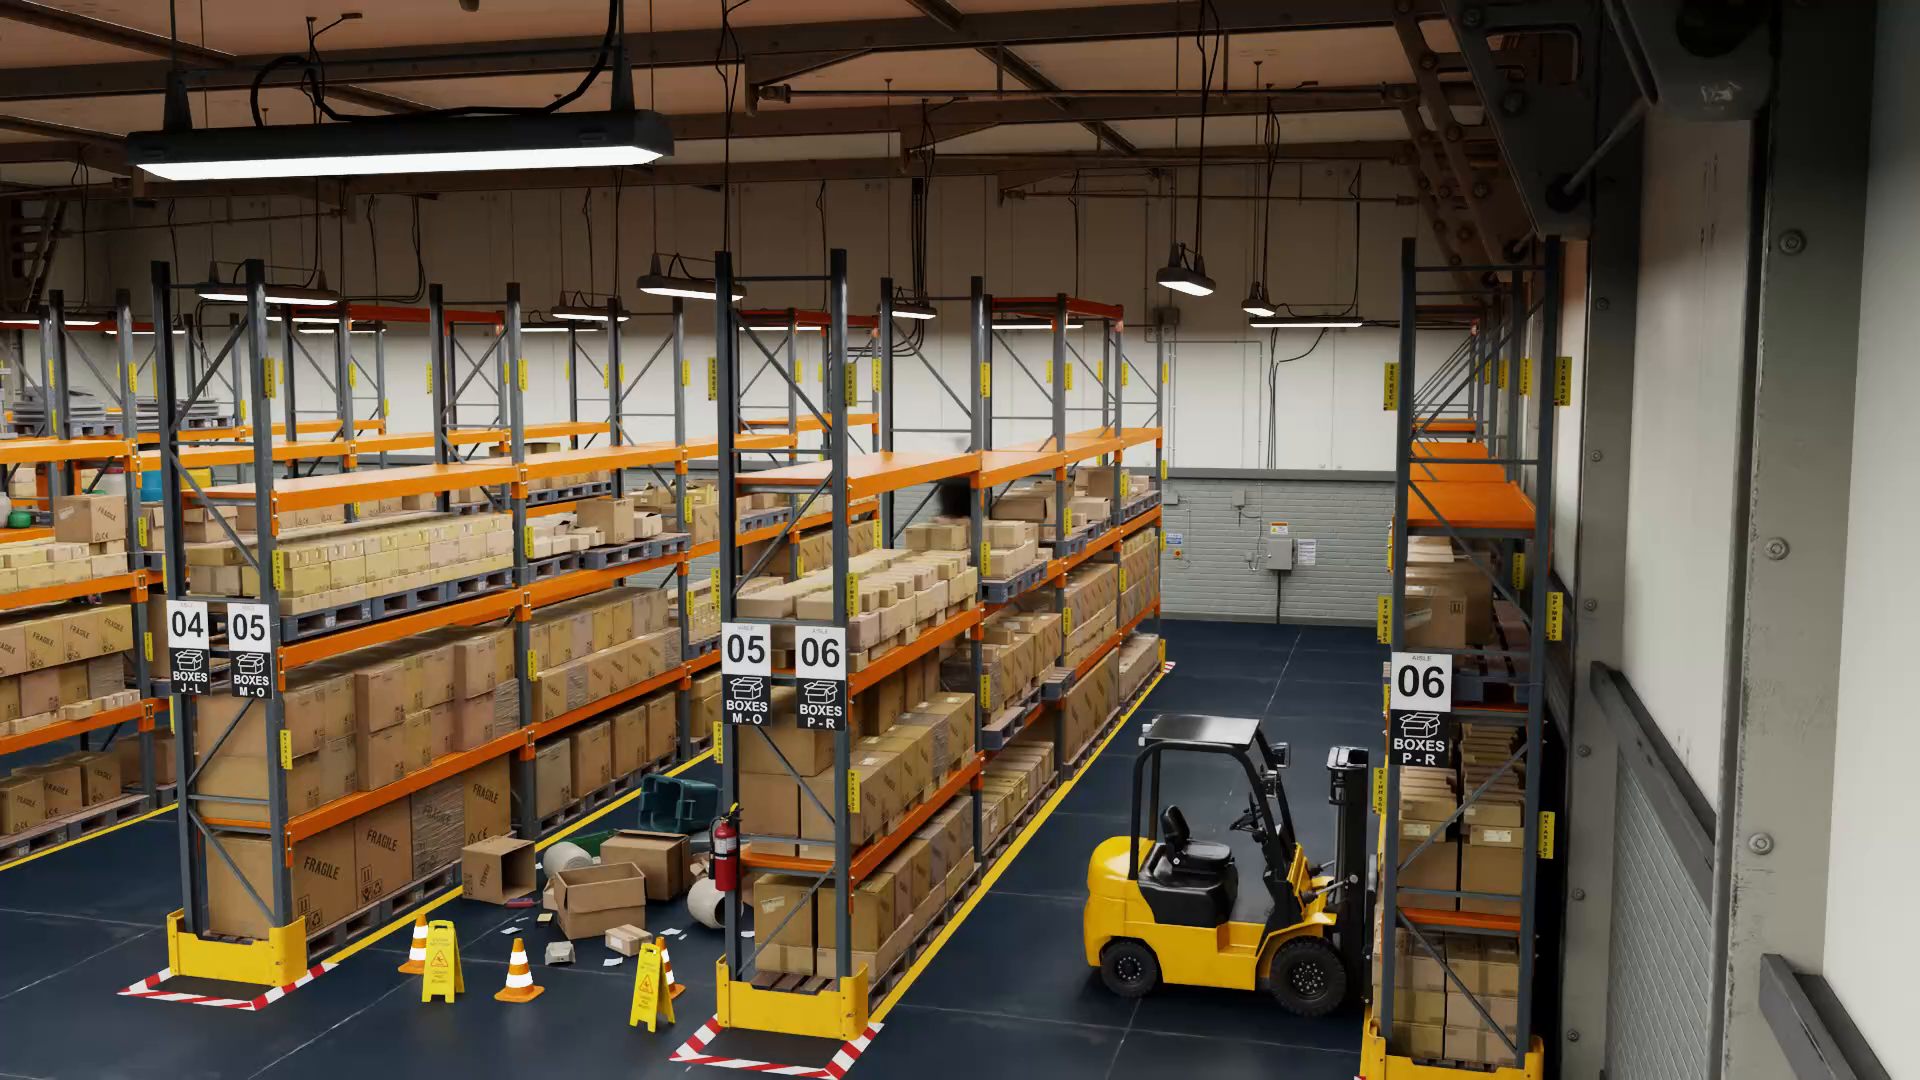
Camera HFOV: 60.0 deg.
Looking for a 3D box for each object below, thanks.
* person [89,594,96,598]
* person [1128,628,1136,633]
[{"bbox_3d":[-18.428,0.557,35.862,0.649,1.659,0.663,5,8,40],"label":"person"},{"bbox_3d":[2.837,1.138,29.779,0.836,1.824,0.669,0,6,4],"label":"person"}]
